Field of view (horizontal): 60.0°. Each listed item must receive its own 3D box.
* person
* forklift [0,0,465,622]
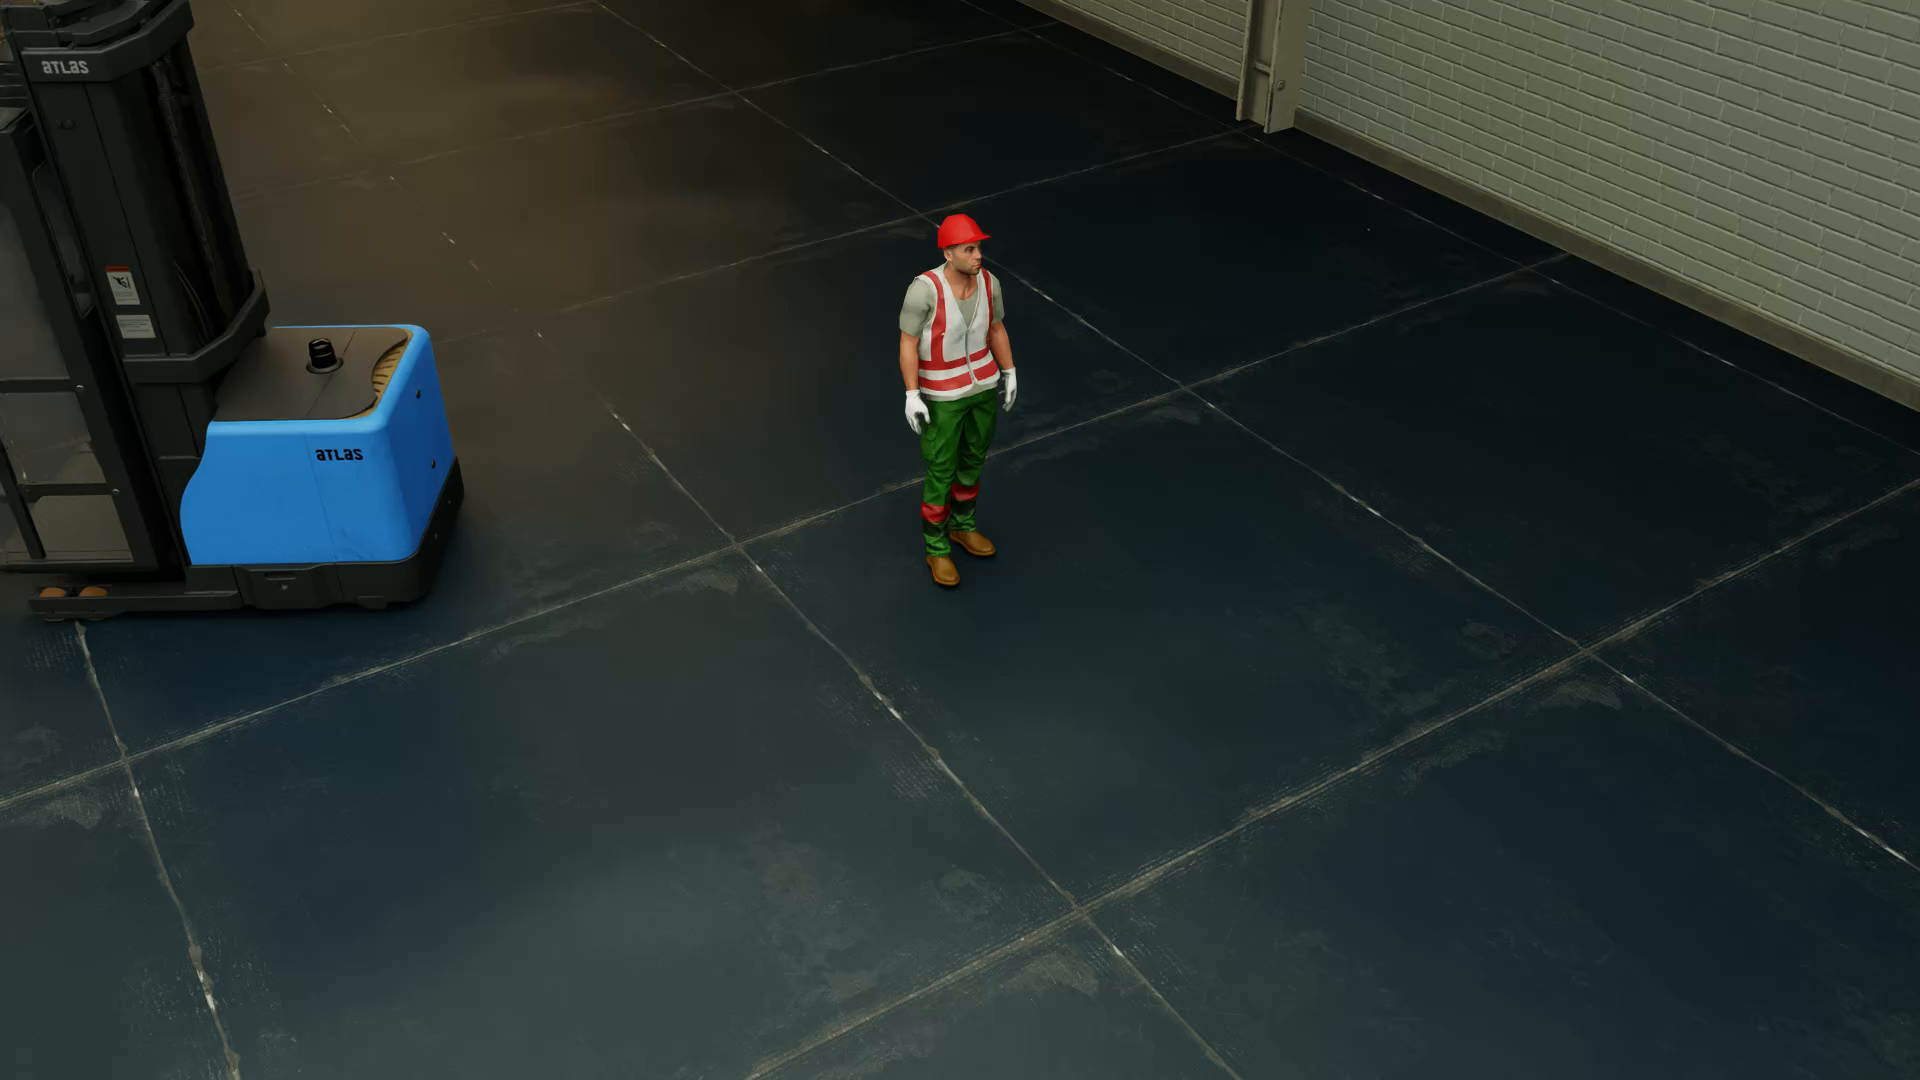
[{"bbox_3d":[0.034,-0.695,8.118,0.637,1.790,0.562,-21,40,-27],"label":"person"},{"bbox_3d":[-4.157,-1.111,7.729,3.031,2.935,1.130,-1,35,-2],"label":"forklift"}]
